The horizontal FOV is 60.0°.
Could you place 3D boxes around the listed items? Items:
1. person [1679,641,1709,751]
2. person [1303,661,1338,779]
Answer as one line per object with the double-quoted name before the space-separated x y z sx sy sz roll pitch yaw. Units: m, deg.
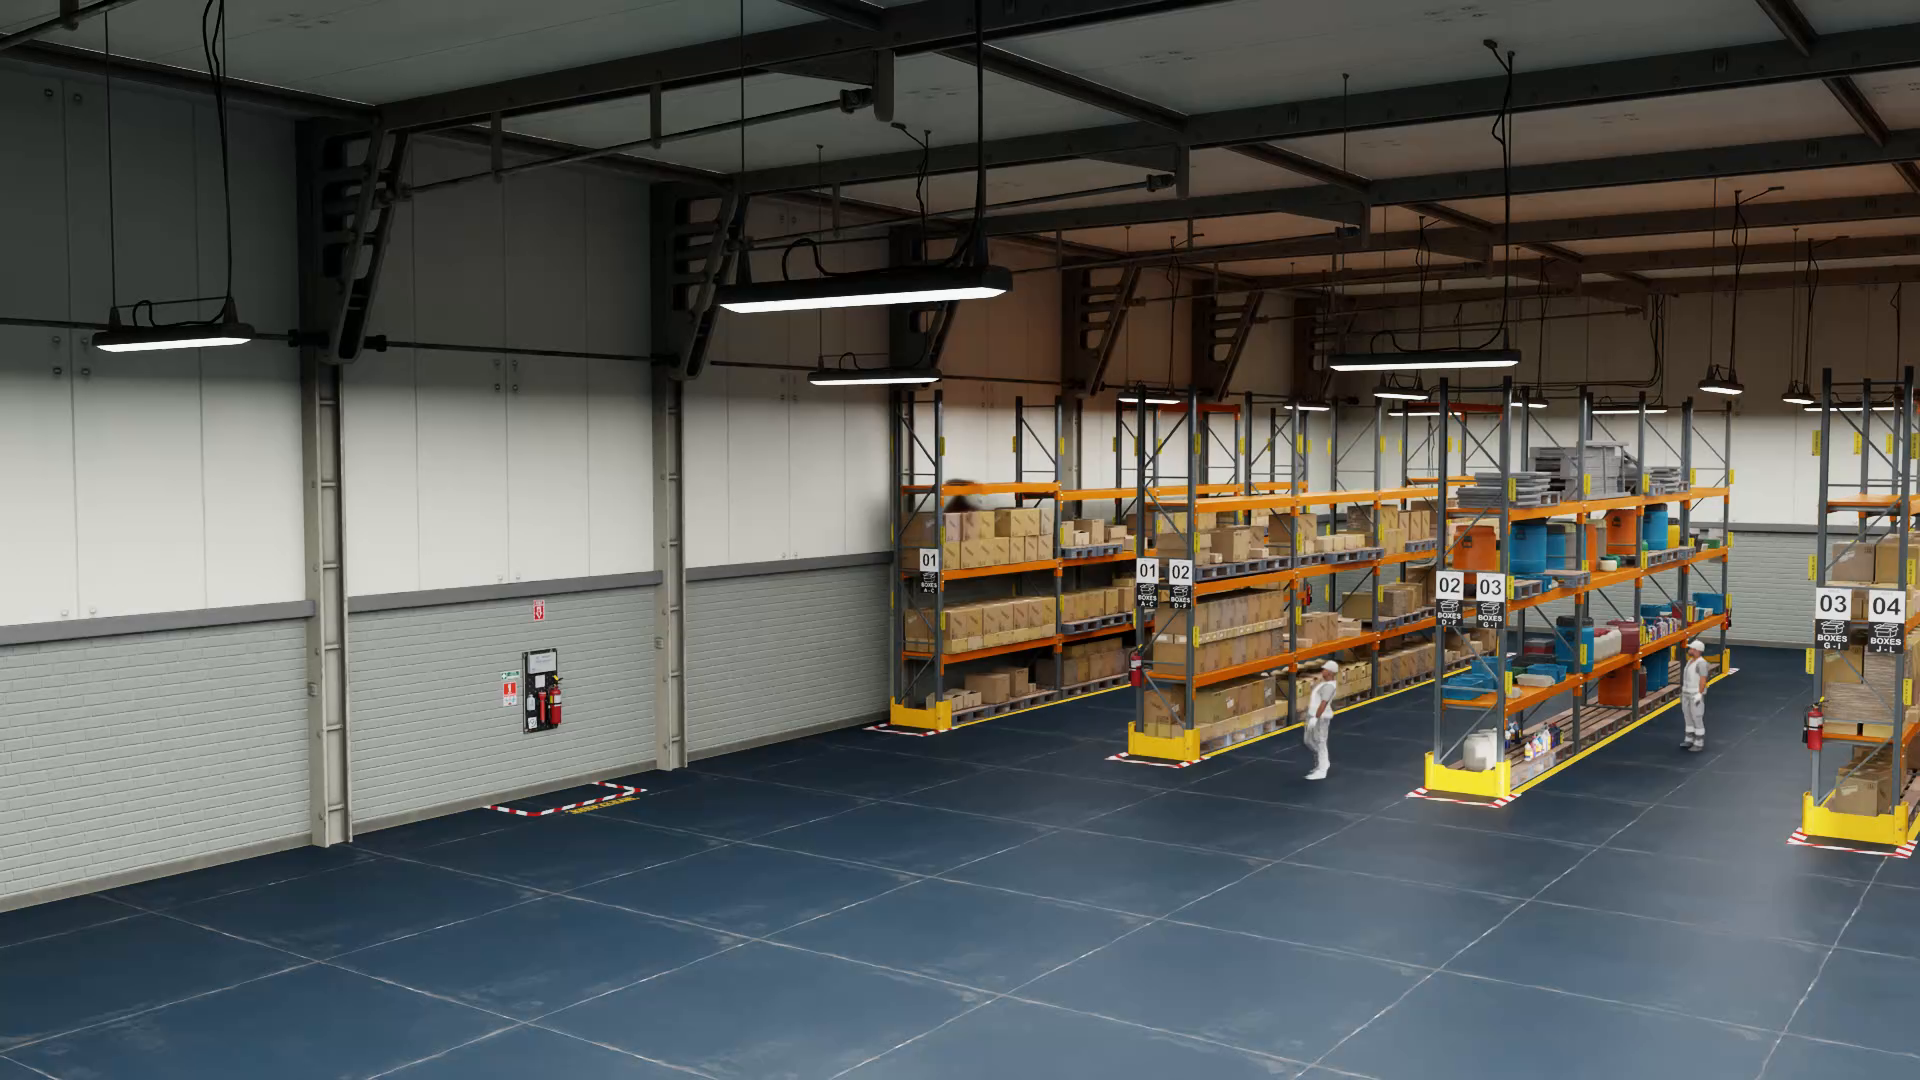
"person" 12.137 2.572 27.534 0.406 1.820 0.592 -1 3 -16
"person" 5.427 2.699 25.100 0.587 1.777 0.638 -1 3 -11
